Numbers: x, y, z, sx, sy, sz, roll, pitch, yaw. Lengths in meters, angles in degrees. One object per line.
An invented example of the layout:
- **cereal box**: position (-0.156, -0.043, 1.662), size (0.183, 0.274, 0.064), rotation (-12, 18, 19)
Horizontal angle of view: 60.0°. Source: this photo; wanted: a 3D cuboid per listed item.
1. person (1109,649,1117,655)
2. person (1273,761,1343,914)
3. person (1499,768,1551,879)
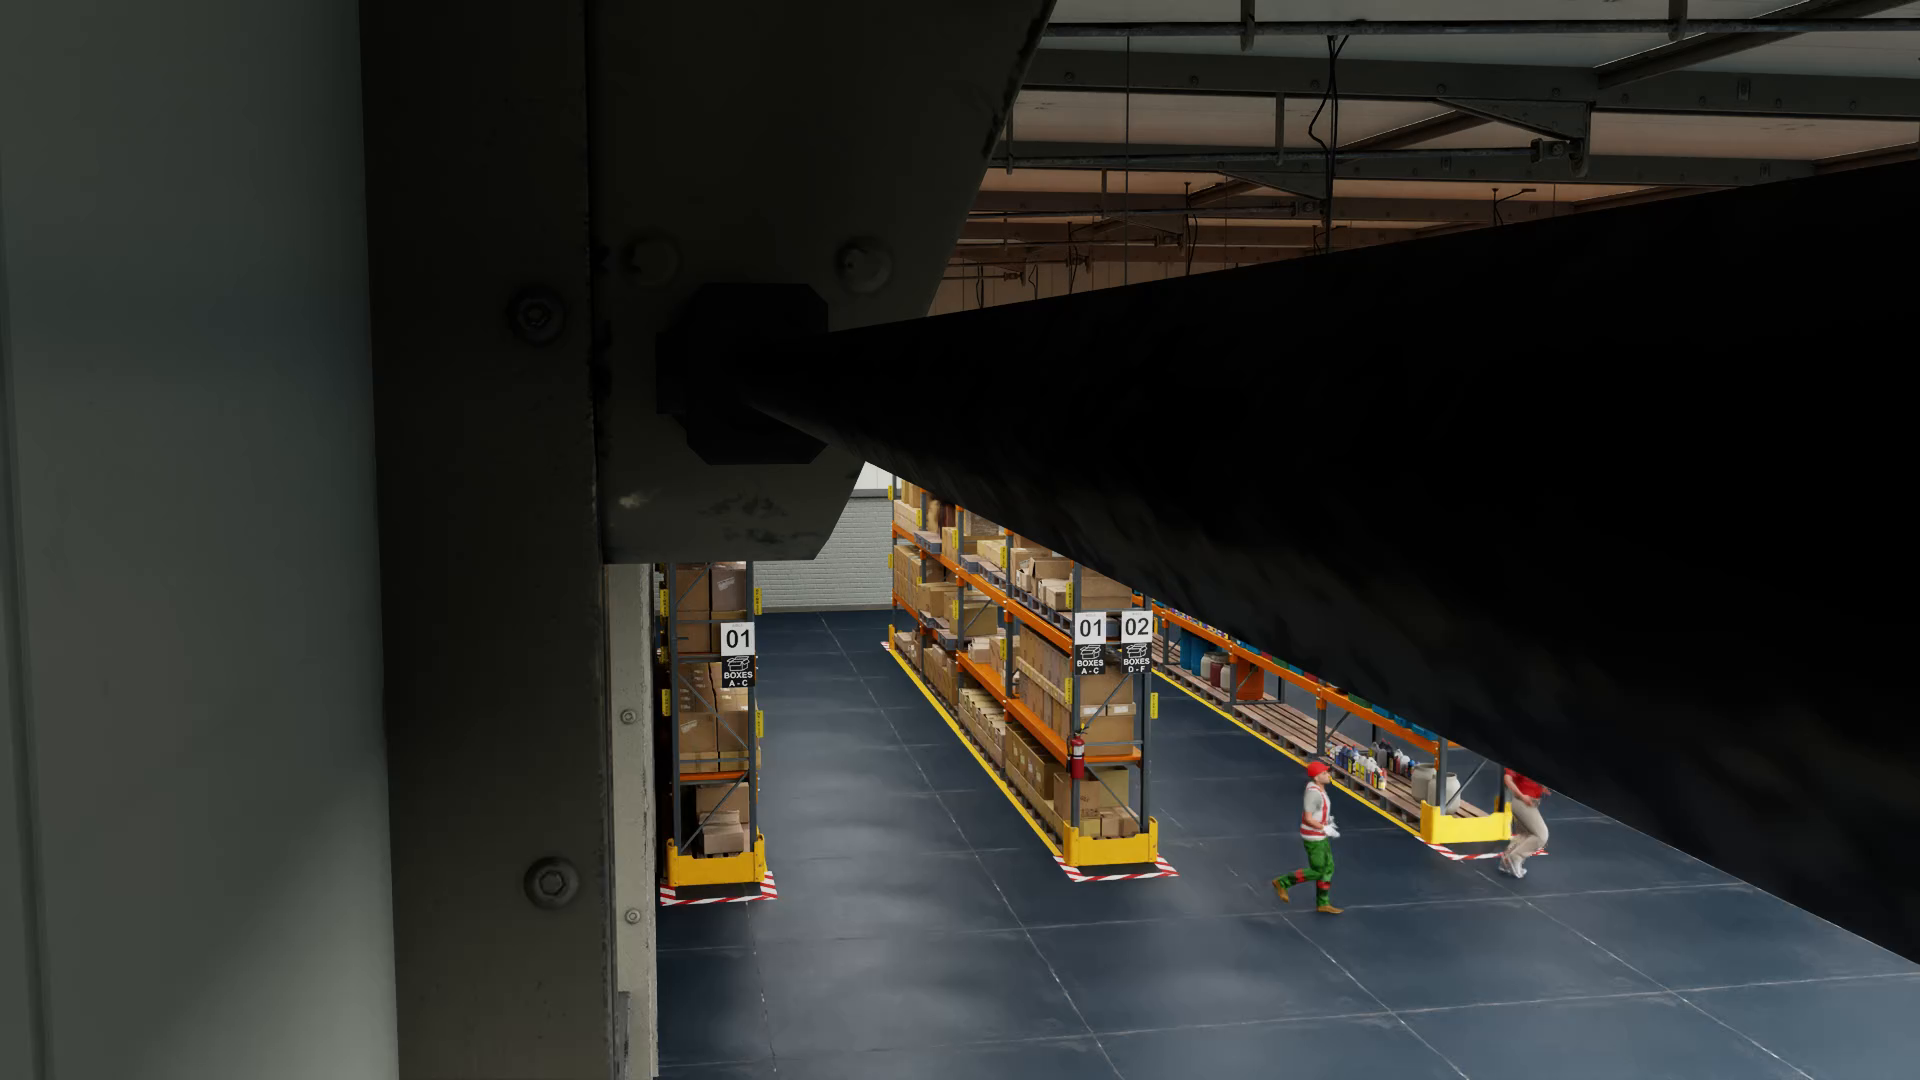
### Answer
- **person**: position (2.655, 2.187, 30.602), size (0.564, 1.754, 0.794), rotation (-2, 6, -17)
- **person**: position (4.020, 3.404, 19.111), size (0.791, 1.771, 0.662), rotation (2, 6, 16)
- **person**: position (6.960, 3.282, 20.438), size (0.578, 1.705, 0.691), rotation (3, 7, 26)
